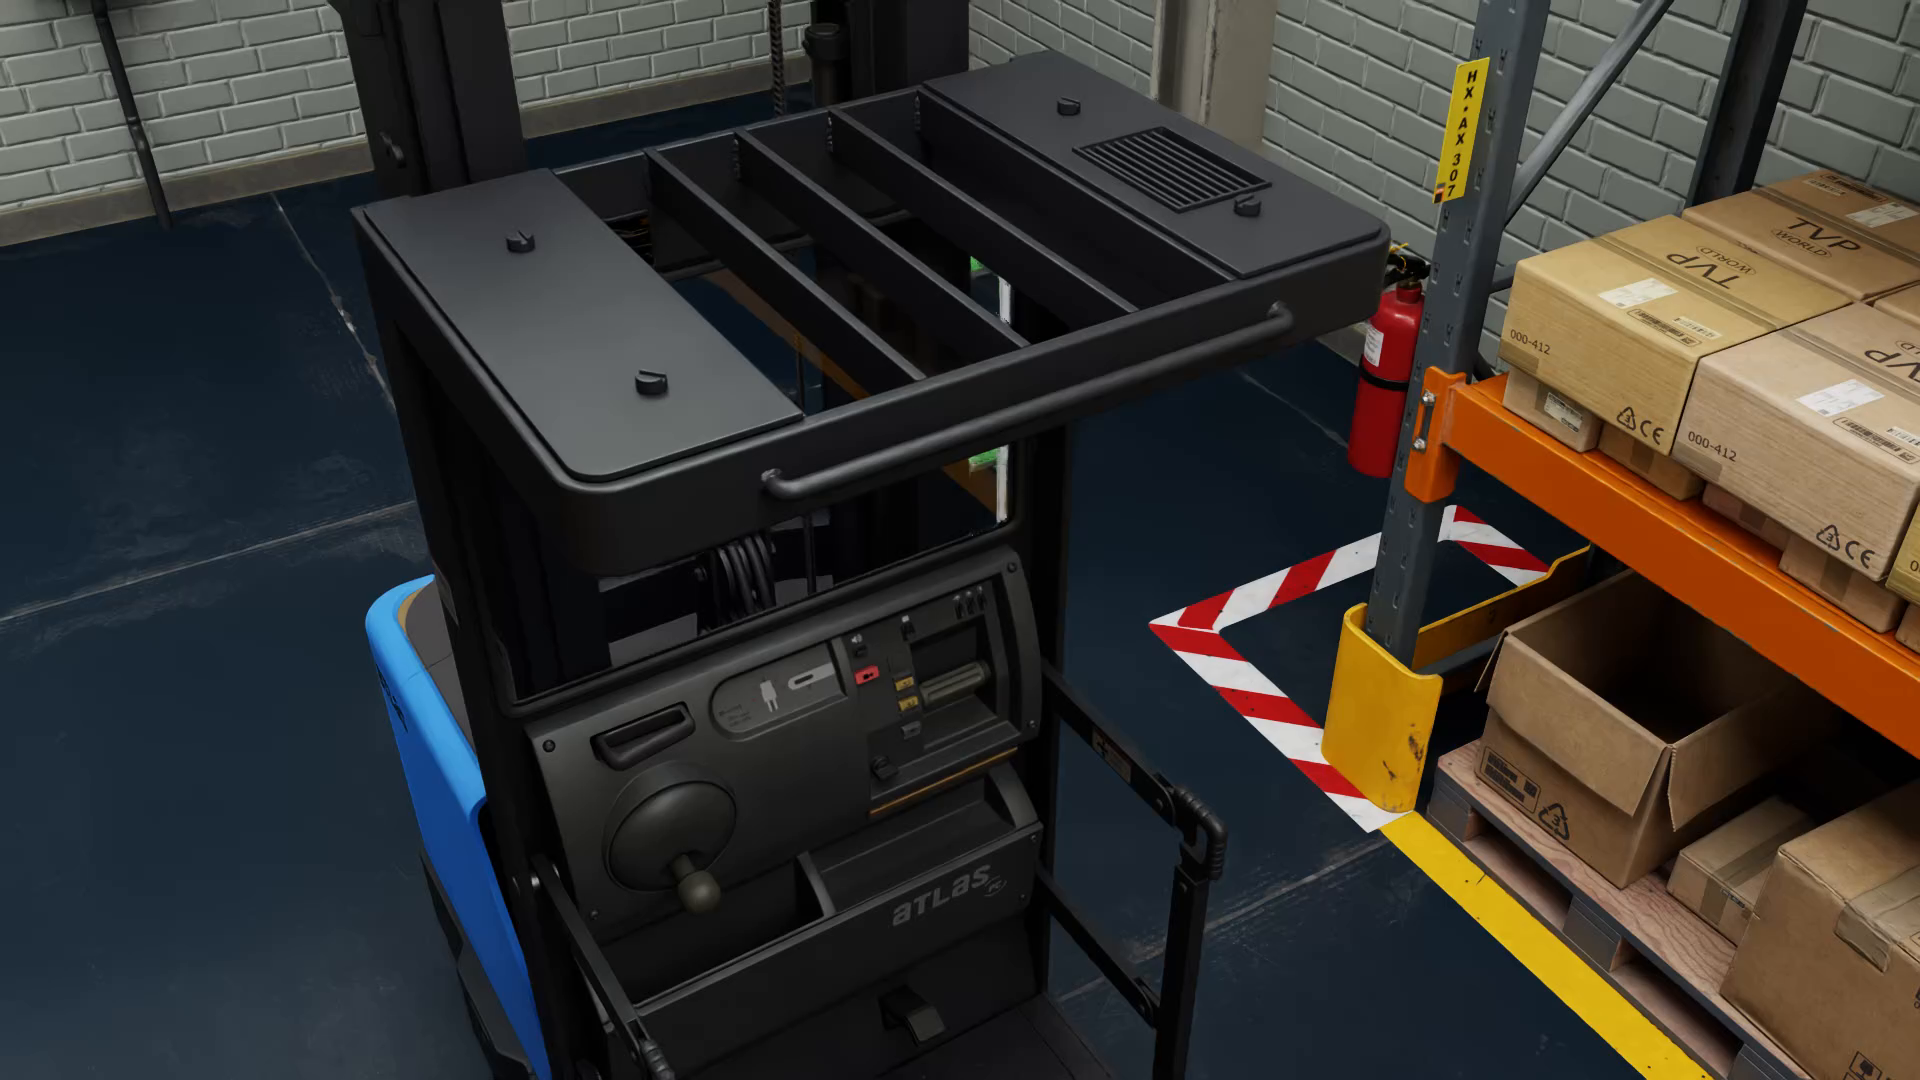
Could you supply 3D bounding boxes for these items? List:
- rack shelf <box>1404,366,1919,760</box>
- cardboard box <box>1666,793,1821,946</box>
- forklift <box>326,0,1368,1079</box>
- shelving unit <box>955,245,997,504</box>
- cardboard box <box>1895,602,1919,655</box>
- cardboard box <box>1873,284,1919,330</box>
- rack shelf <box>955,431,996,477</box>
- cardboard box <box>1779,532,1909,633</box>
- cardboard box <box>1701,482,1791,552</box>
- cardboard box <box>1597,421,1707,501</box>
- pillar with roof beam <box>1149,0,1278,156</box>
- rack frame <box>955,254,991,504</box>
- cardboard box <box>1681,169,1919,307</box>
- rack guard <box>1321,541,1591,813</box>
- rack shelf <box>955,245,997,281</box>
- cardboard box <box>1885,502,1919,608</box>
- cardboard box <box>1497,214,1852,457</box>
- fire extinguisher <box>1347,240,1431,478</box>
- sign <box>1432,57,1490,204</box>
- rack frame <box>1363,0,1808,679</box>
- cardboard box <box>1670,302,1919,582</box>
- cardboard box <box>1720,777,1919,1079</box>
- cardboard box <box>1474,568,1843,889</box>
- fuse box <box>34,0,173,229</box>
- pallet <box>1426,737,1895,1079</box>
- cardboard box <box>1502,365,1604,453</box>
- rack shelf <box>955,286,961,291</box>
[{"bbox_3d":[2.597,0.586,3.015,1.077,0.370,4.000,-19,40,-24],"label":"rack shelf"},{"bbox_3d":[1.998,0.825,4.138,0.380,0.149,0.250,-21,41,-26],"label":"cardboard box"},{"bbox_3d":[-0.174,0.370,2.758,1.130,2.935,3.031,-20,41,-25],"label":"forklift"},{"bbox_3d":[-0.083,-0.569,5.512,0.258,1.200,0.503,-19,40,-24],"label":"shelving unit"},{"bbox_3d":[2.063,0.146,3.220,0.380,0.149,0.250,-18,40,-23],"label":"cardboard box"},{"bbox_3d":[2.311,-0.365,3.581,0.500,0.250,0.500,-19,40,-24],"label":"cardboard box"},{"bbox_3d":[-0.083,-0.324,5.691,0.258,0.148,0.480,-19,40,-24],"label":"rack shelf"},{"bbox_3d":[1.924,0.012,3.403,0.380,0.149,0.250,-18,40,-23],"label":"cardboard box"},{"bbox_3d":[1.850,-0.135,3.604,0.380,0.149,0.250,-19,40,-25],"label":"cardboard box"},{"bbox_3d":[1.688,-0.258,3.773,0.380,0.149,0.250,-18,40,-23],"label":"cardboard box"},{"bbox_3d":[-2.705,-3.514,2.931,9.100,9.000,0.400,-19,40,-24],"label":"pillar with roof beam"},{"bbox_3d":[0.039,-0.445,5.341,0.240,1.200,0.015,-19,40,-24],"label":"rack frame"},{"bbox_3d":[2.053,-0.628,3.942,0.500,0.250,0.500,-18,40,-23],"label":"cardboard box"},{"bbox_3d":[1.631,0.324,4.883,1.175,0.500,0.348,-19,40,-24],"label":"rack guard"},{"bbox_3d":[-0.083,-0.905,5.266,0.258,0.148,0.480,-19,40,-24],"label":"rack shelf"},{"bbox_3d":[2.099,0.042,3.025,0.500,0.250,0.500,-20,41,-25],"label":"cardboard box"},{"bbox_3d":[1.588,-0.473,3.729,0.500,0.250,0.500,-19,40,-24],"label":"cardboard box"},{"bbox_3d":[1.119,-0.481,4.247,0.296,0.674,0.183,-19,40,-24],"label":"fire extinguisher"},{"bbox_3d":[1.123,-0.913,3.723,0.100,0.325,0.005,-19,40,-24],"label":"sign"},{"bbox_3d":[1.593,-0.725,4.199,1.000,3.000,0.127,-19,40,-24],"label":"rack frame"},{"bbox_3d":[1.841,-0.216,3.377,0.500,0.250,0.500,-18,40,-23],"label":"cardboard box"},{"bbox_3d":[2.214,0.903,3.734,0.700,0.500,0.500,-17,40,-22],"label":"cardboard box"},{"bbox_3d":[1.818,0.454,4.346,0.797,0.503,0.637,-21,41,-26],"label":"cardboard box"},{"bbox_3d":[-3.661,-2.148,7.241,0.539,1.711,0.414,-19,40,-24],"label":"fuse box"},{"bbox_3d":[2.032,0.847,4.412,1.003,0.211,1.213,-19,40,-24],"label":"pallet"},{"bbox_3d":[1.520,-0.374,3.932,0.380,0.149,0.250,-19,40,-24],"label":"cardboard box"},{"bbox_3d":[-0.083,-0.711,5.408,0.258,0.148,0.480,-19,40,-24],"label":"rack shelf"}]
